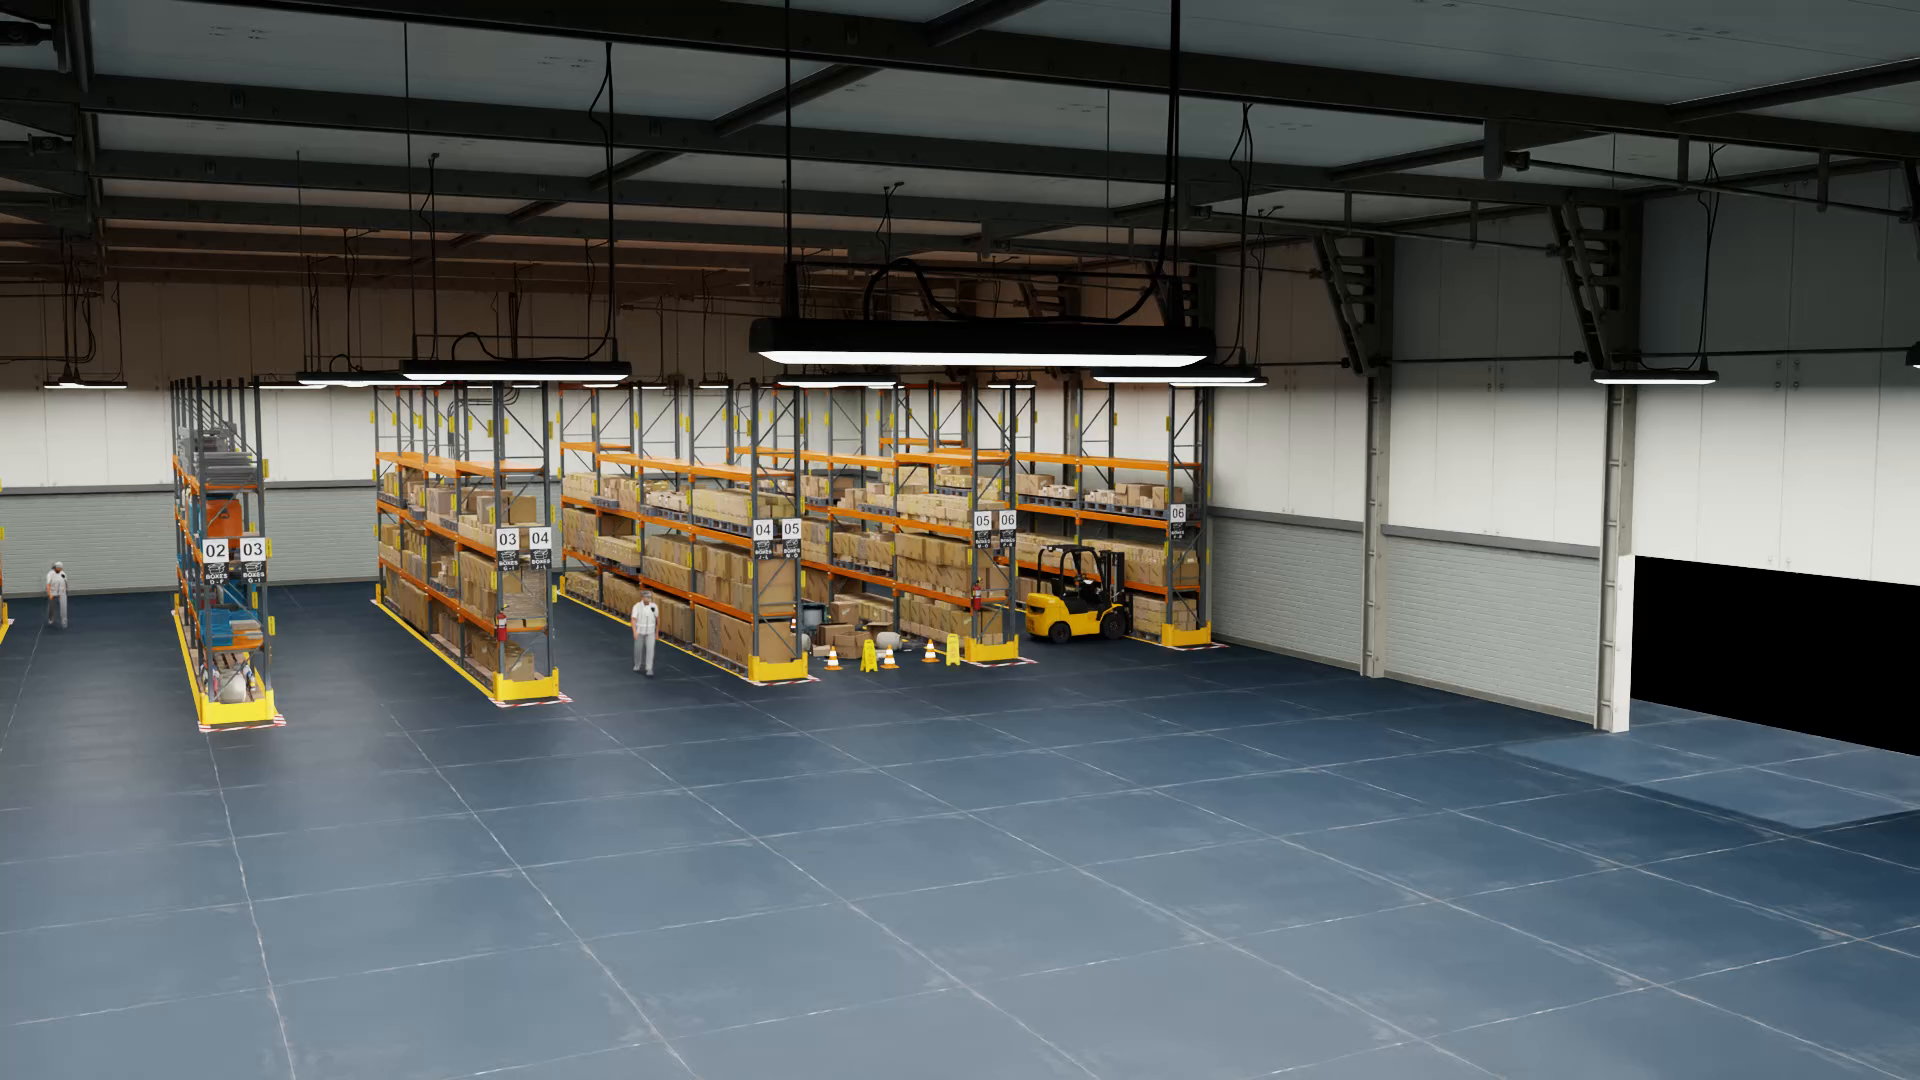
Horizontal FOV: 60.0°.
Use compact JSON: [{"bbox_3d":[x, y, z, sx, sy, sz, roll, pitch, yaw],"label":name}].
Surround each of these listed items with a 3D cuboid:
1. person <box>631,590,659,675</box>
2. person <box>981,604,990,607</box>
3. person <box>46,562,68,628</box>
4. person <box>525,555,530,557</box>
[{"bbox_3d":[-6.368,1.867,33.688,0.594,1.699,1.014,-2,6,-23],"label":"person"},{"bbox_3d":[0.540,1.353,39.827,0.501,1.644,0.446,-1,5,-10],"label":"person"},{"bbox_3d":[-21.935,1.313,40.379,0.475,1.599,1.074,-4,6,-35],"label":"person"},{"bbox_3d":[-12.422,0.661,47.130,0.625,1.837,0.571,0,5,0],"label":"person"}]
